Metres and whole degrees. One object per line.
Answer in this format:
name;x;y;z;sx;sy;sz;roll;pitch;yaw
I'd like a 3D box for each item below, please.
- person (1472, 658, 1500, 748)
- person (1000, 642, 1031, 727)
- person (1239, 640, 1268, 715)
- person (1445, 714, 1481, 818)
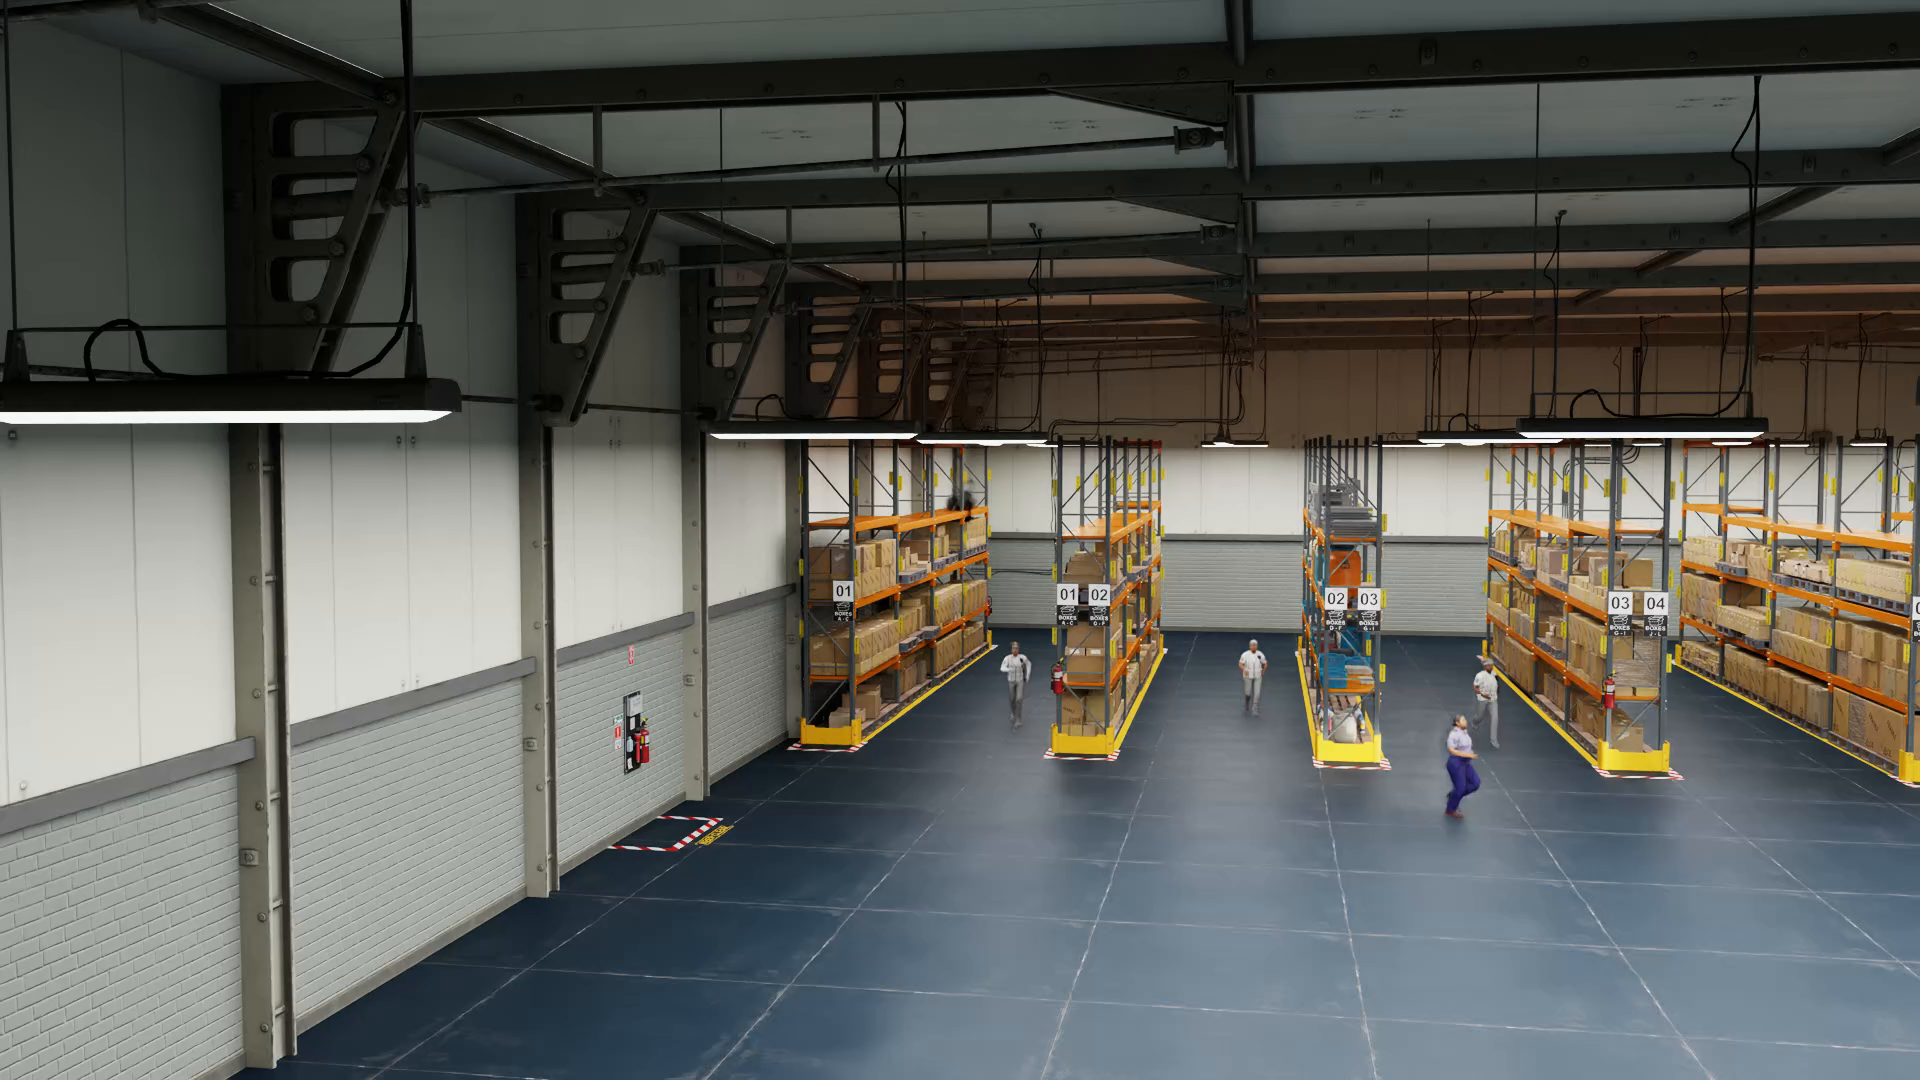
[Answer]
person;10.285;3.142;32.514;0.547;1.703;1.068;0;3;-2
person;1.160;2.974;34.758;0.612;1.722;0.805;0;3;6
person;6.351;2.969;35.966;0.604;1.616;0.572;0;3;5
person;7.827;3.513;25.897;0.527;1.615;0.657;2;4;38
